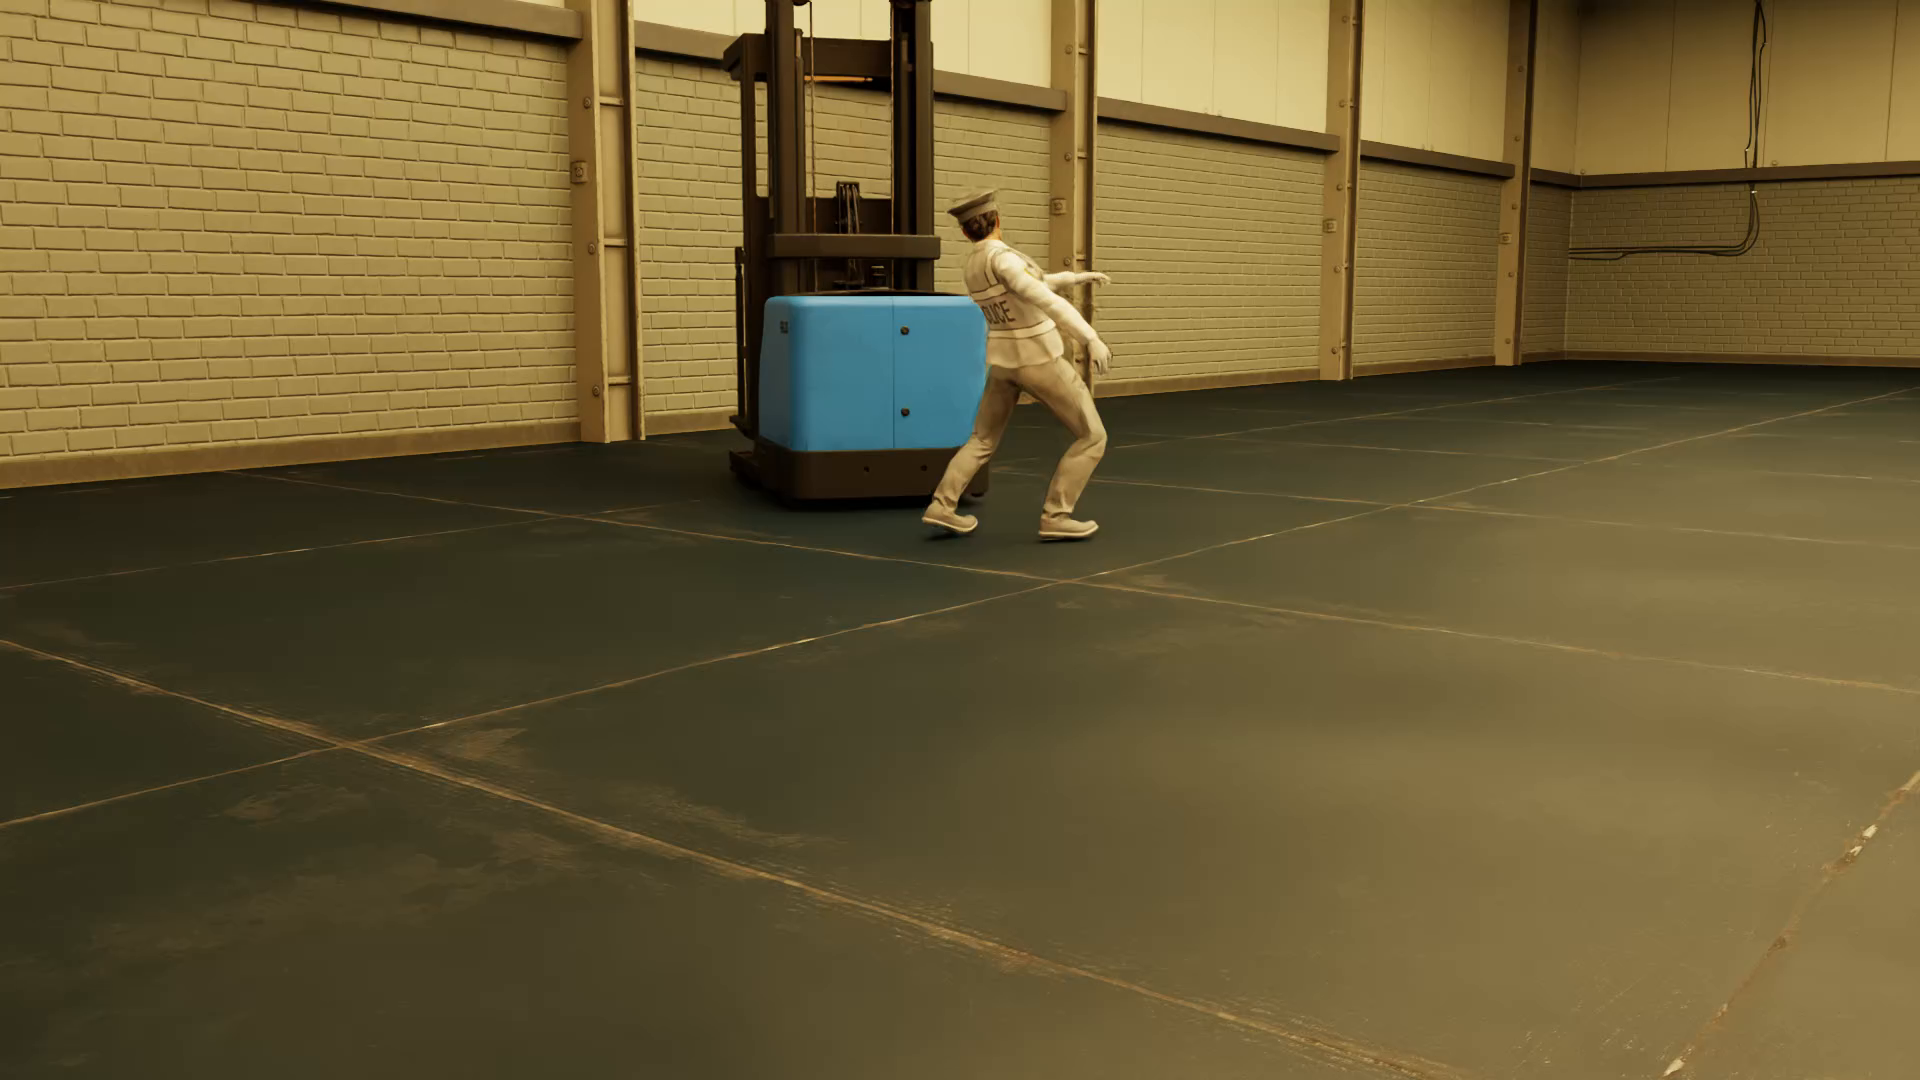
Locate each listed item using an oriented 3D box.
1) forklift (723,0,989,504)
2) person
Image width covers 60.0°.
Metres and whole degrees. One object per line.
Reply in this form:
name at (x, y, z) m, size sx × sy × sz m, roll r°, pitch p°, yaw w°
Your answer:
forklift at (-0.752, -1.809, 9.641) m, size 1.130 × 2.935 × 3.031 m, roll -2°, pitch 9°, yaw -16°
person at (0.362, -0.776, 7.352) m, size 0.829 × 1.526 × 0.774 m, roll -7°, pitch 11°, yaw -42°
